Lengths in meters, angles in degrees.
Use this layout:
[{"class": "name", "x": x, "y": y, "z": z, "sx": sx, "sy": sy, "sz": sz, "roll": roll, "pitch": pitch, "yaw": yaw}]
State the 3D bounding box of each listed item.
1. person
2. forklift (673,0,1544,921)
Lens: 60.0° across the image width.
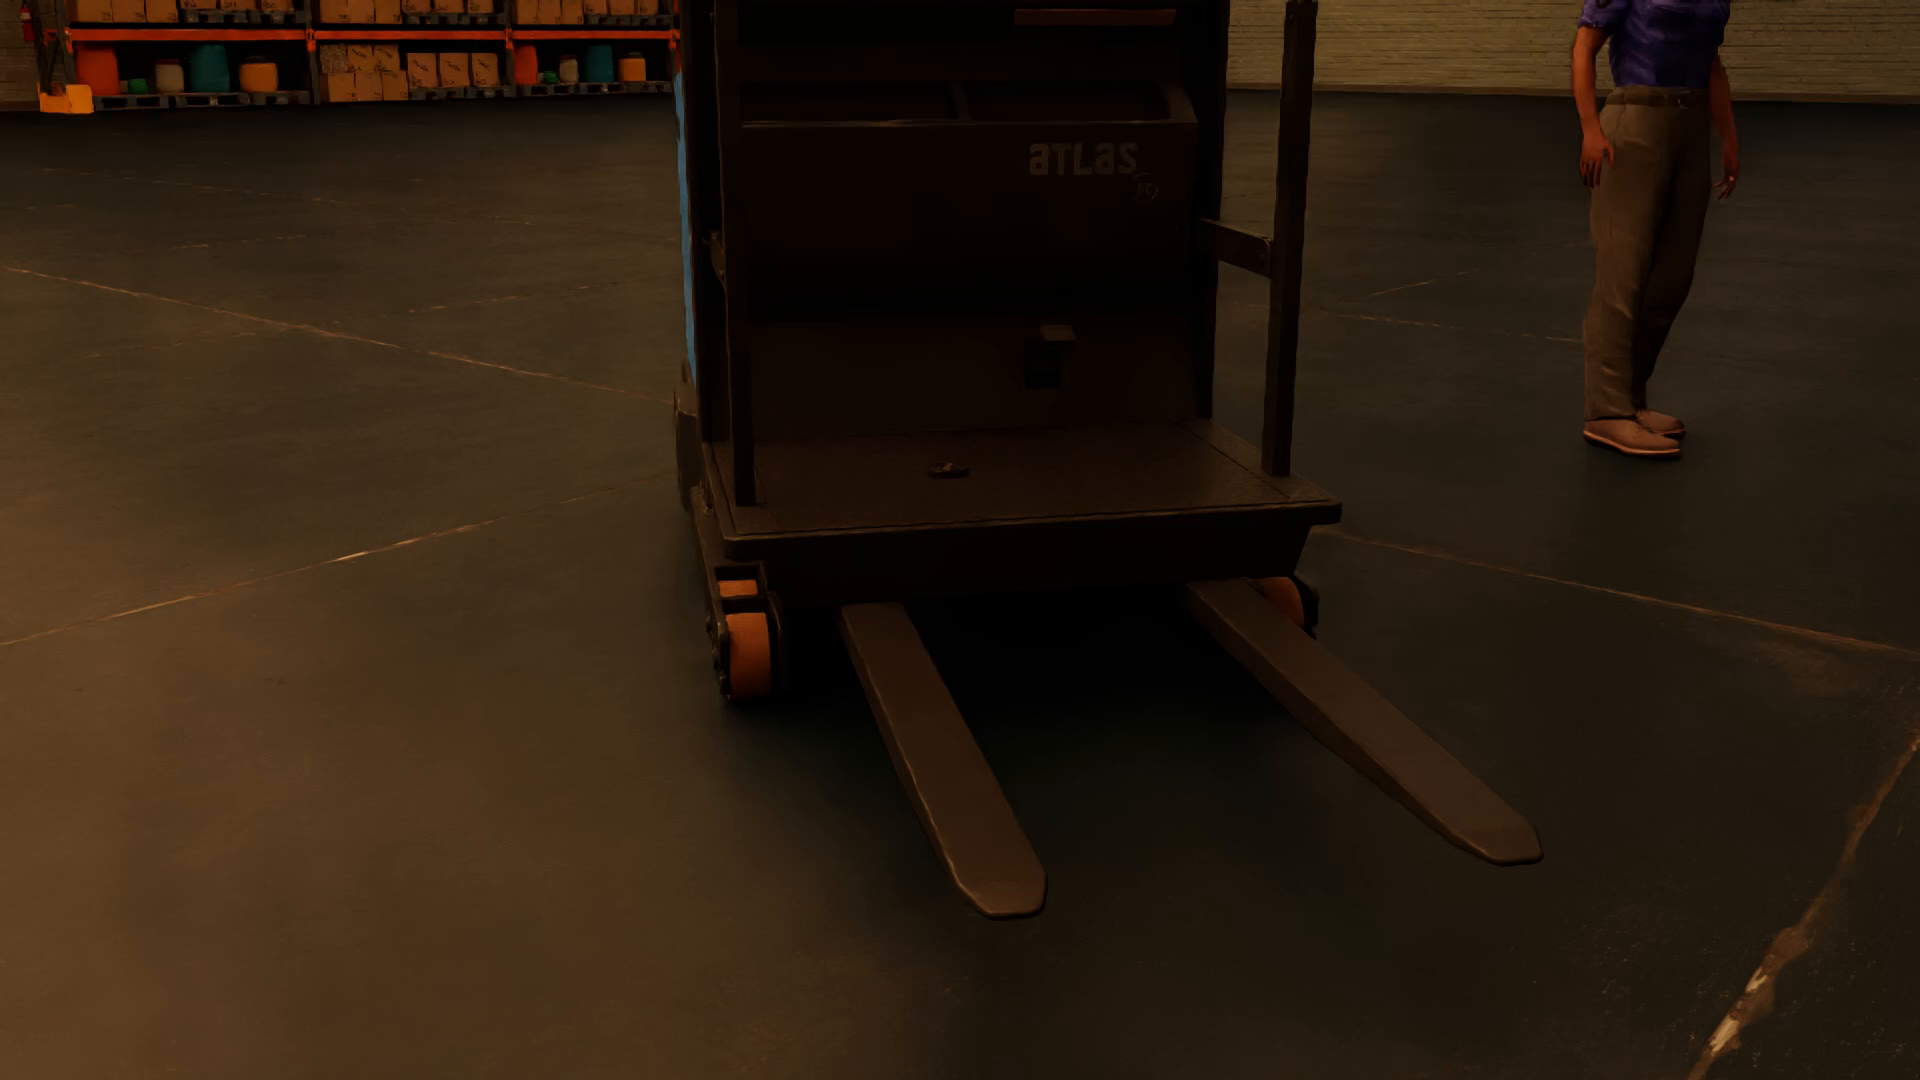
[{"class": "person", "x": 2.031, "y": -1.097, "z": 4.708, "sx": 0.611, "sy": 1.657, "sz": 0.477, "roll": -9, "pitch": 19, "yaw": -29}, {"class": "forklift", "x": 0.050, "y": -1.228, "z": 2.941, "sx": 1.130, "sy": 2.935, "sz": 3.031, "roll": -3, "pitch": 17, "yaw": -11}]
